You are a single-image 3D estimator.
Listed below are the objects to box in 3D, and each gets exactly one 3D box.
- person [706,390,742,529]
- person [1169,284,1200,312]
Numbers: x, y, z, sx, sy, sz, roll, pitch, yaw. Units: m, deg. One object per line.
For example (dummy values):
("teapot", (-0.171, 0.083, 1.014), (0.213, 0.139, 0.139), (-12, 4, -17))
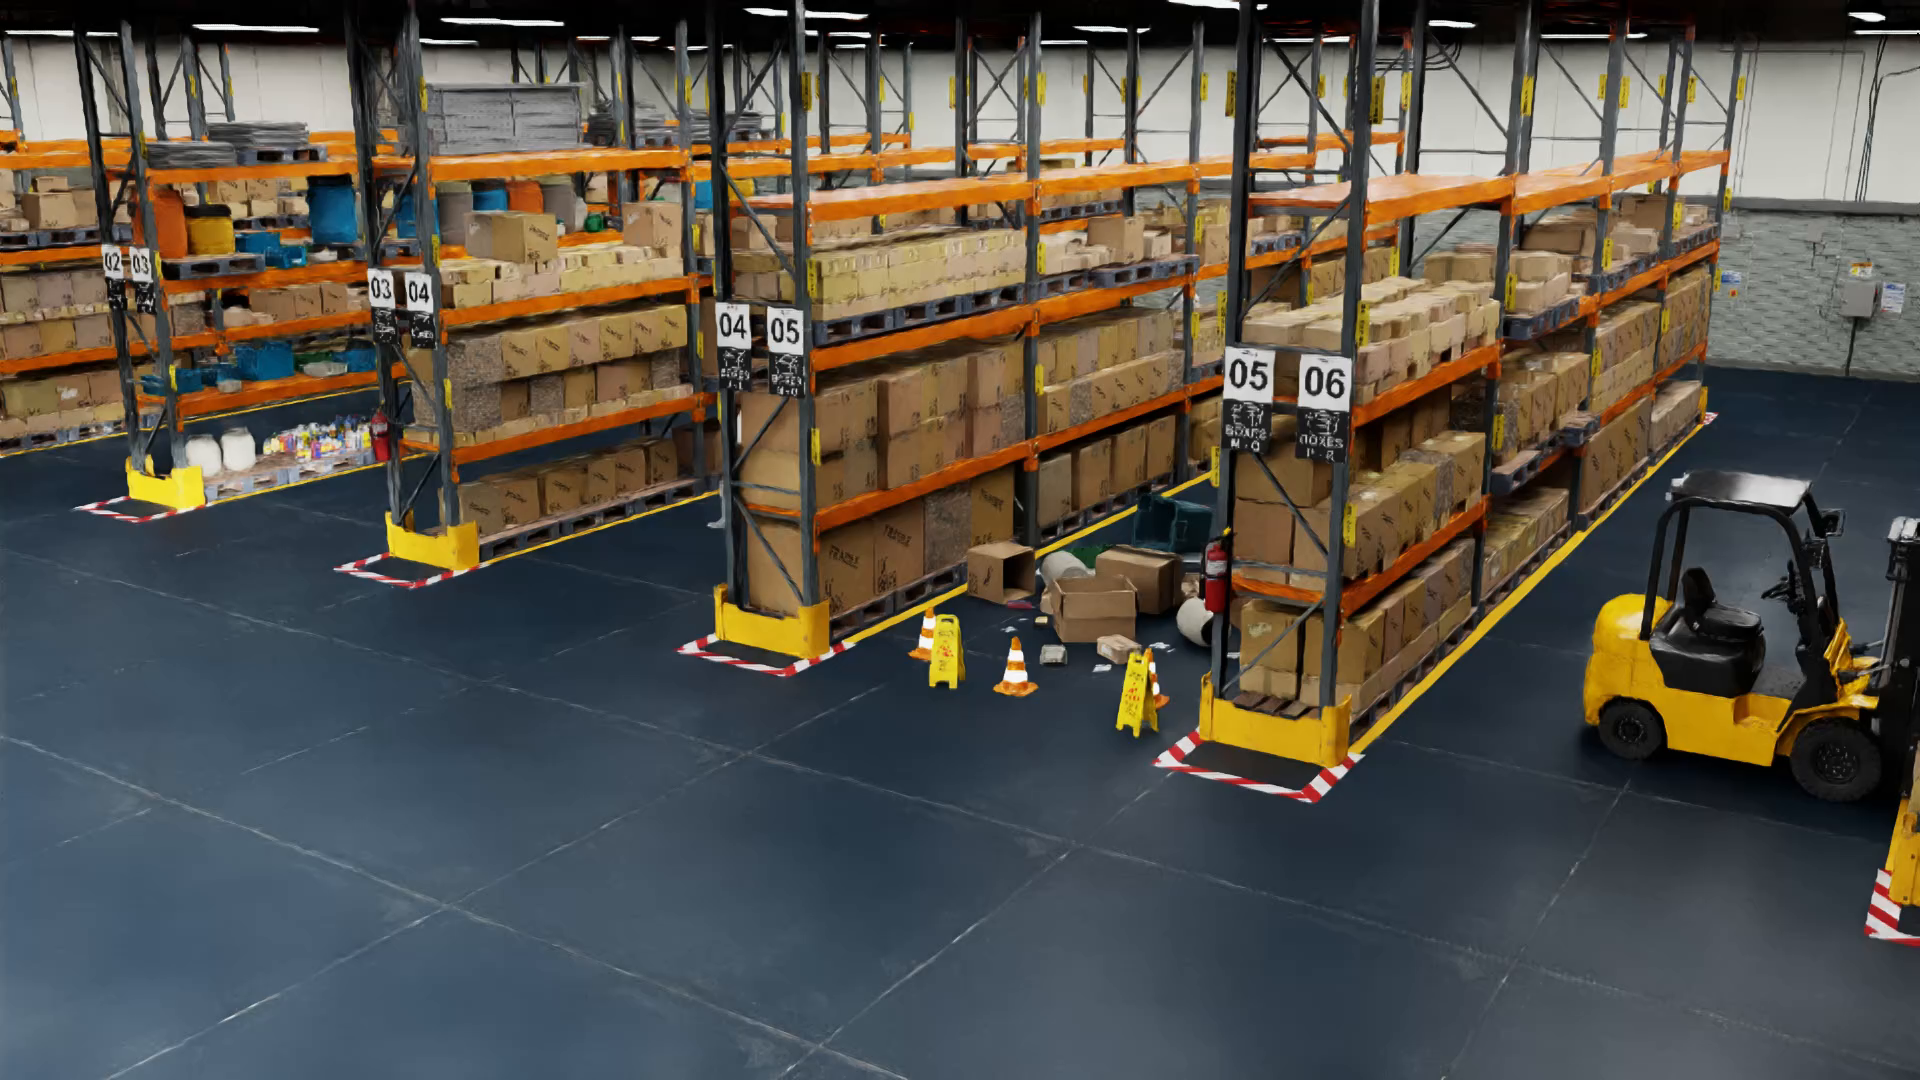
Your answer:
("person", (-2.317, -0.939, 18.377), (0.960, 1.700, 0.618), (-11, 19, -35))
("person", (4.192, -4.071, 30.795), (0.616, 1.646, 0.656), (7, 17, 23))
